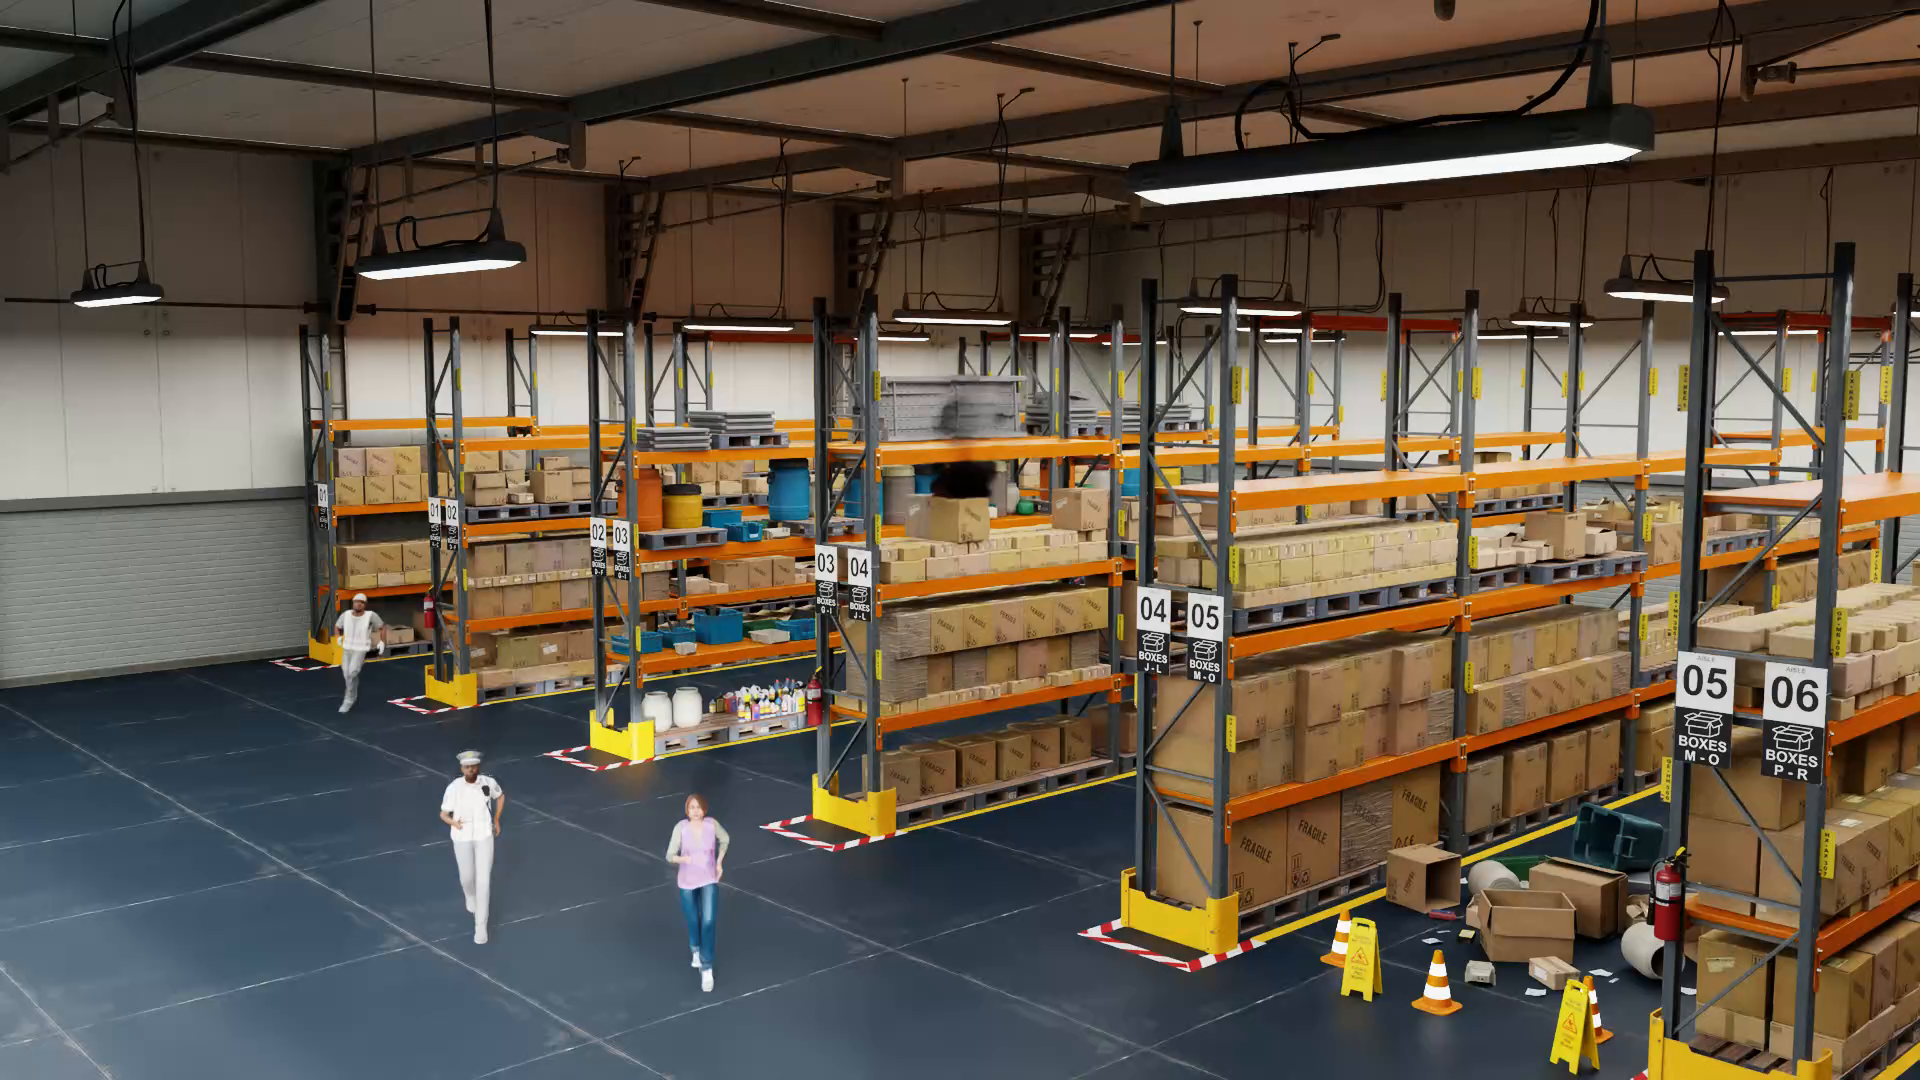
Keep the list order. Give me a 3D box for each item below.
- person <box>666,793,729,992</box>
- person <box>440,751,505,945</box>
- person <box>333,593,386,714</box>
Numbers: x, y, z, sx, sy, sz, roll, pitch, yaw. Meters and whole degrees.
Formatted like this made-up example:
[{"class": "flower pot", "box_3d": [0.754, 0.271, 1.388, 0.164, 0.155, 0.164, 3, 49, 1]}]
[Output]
[{"class": "person", "box_3d": [-2.221, 2.952, 14.098, 0.522, 1.624, 0.700, -1, 6, -6]}, {"class": "person", "box_3d": [-4.500, 2.769, 15.382, 0.579, 1.712, 0.924, -2, 6, -16]}, {"class": "person", "box_3d": [-9.257, 1.708, 25.490, 0.747, 1.786, 0.799, 1, 6, 5]}]
